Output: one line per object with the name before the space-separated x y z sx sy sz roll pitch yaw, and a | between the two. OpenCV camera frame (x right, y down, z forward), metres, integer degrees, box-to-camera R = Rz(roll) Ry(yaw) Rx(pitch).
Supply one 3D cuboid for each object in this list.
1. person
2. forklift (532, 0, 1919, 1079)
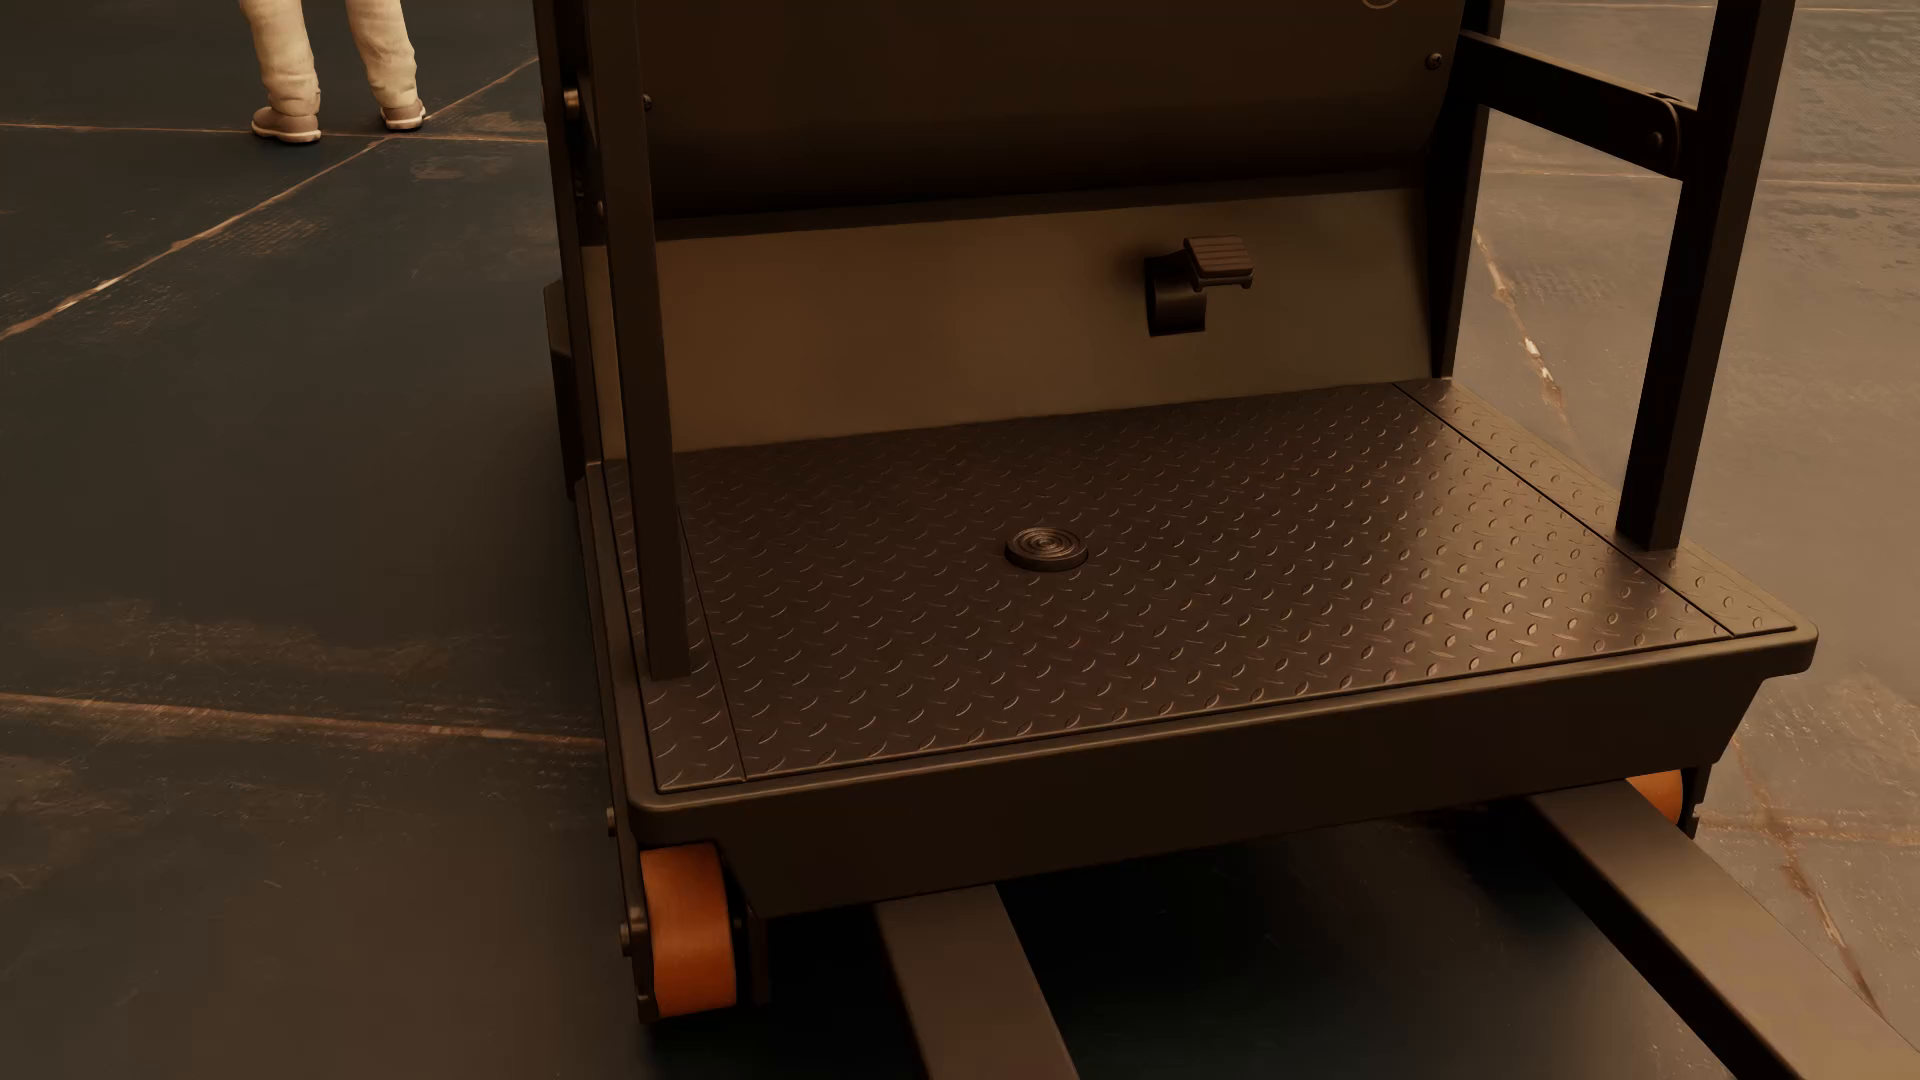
person | -1.836 -1.980 4.508 0.603 1.750 0.432 -17 31 -31
forklift | 0.153 -1.049 1.319 1.130 2.935 3.031 -7 27 -13
